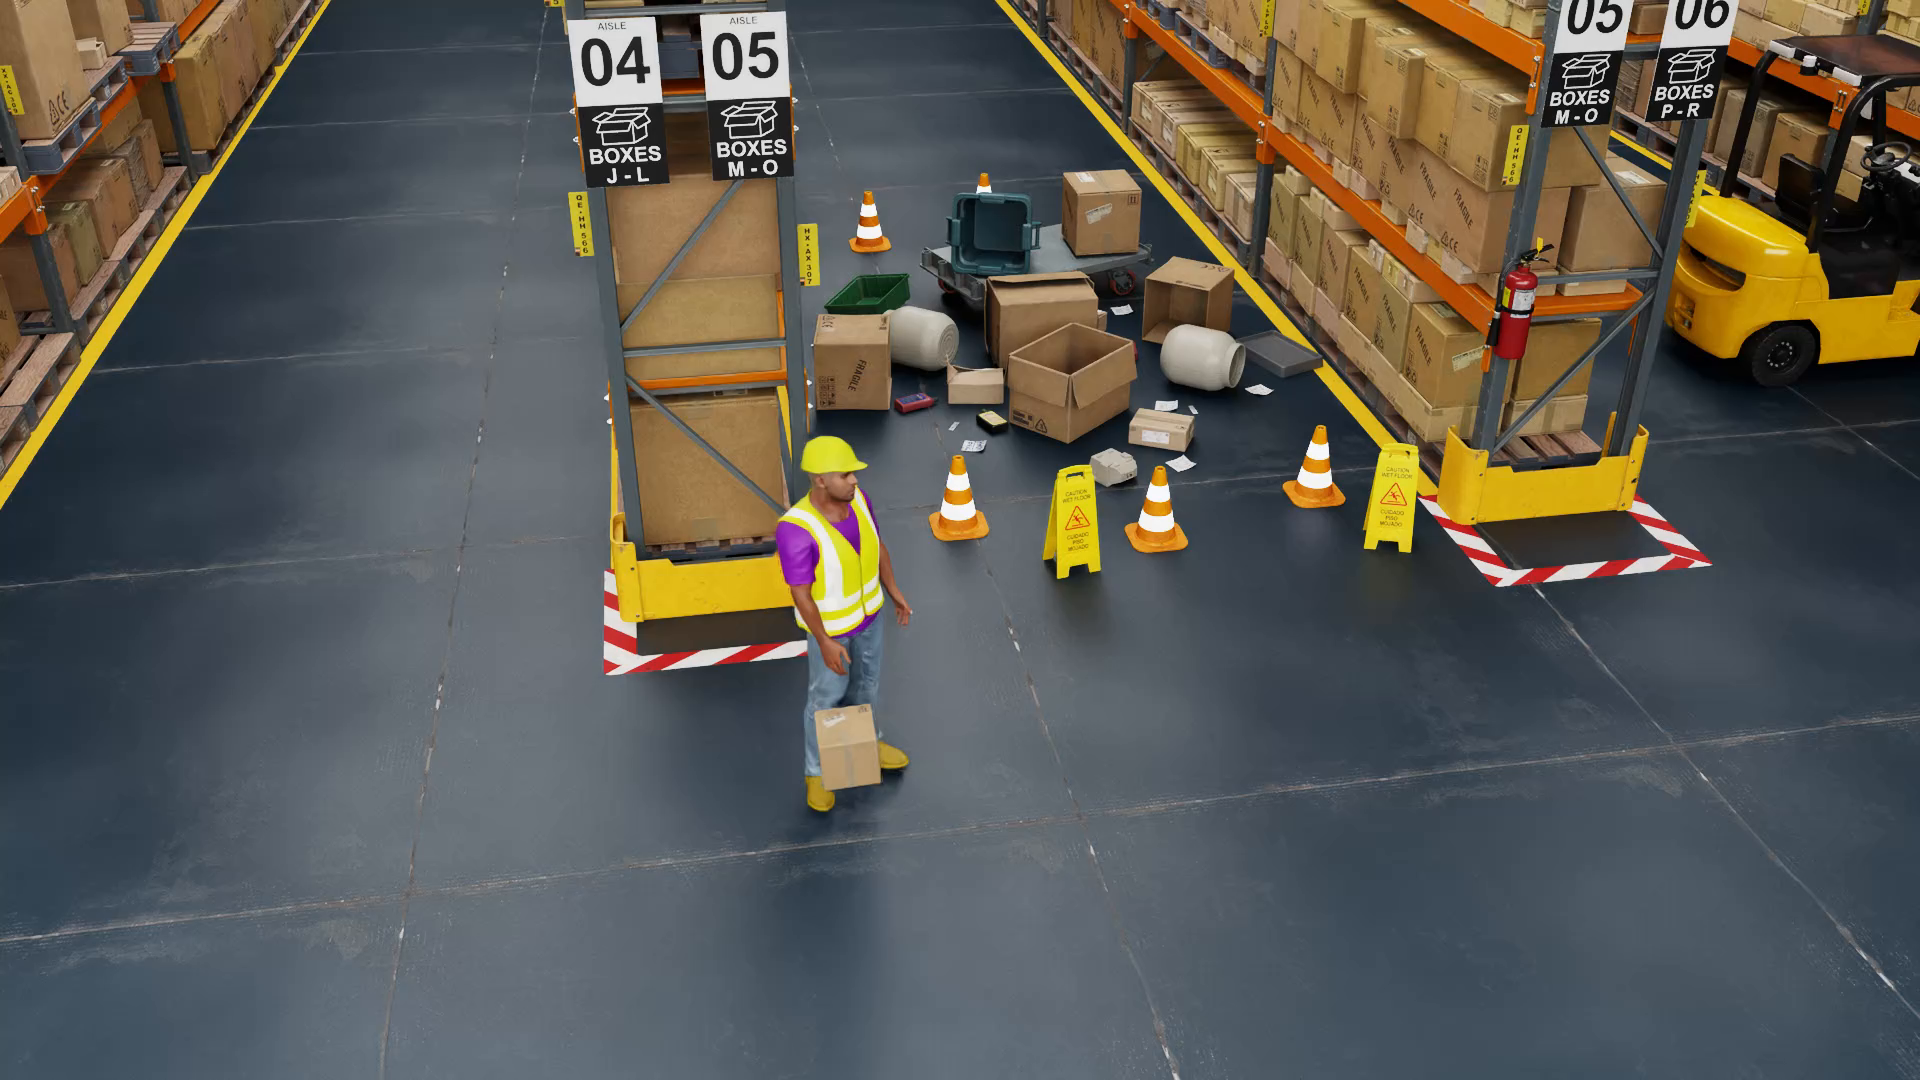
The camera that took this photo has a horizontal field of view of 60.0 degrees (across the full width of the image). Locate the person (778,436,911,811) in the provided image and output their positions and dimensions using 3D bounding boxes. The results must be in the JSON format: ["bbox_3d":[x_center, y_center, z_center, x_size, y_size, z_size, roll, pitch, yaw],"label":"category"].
[{"bbox_3d":[-0.526,0.357,7.466,0.392,1.765,0.603,20,36,30],"label":"person"}]
